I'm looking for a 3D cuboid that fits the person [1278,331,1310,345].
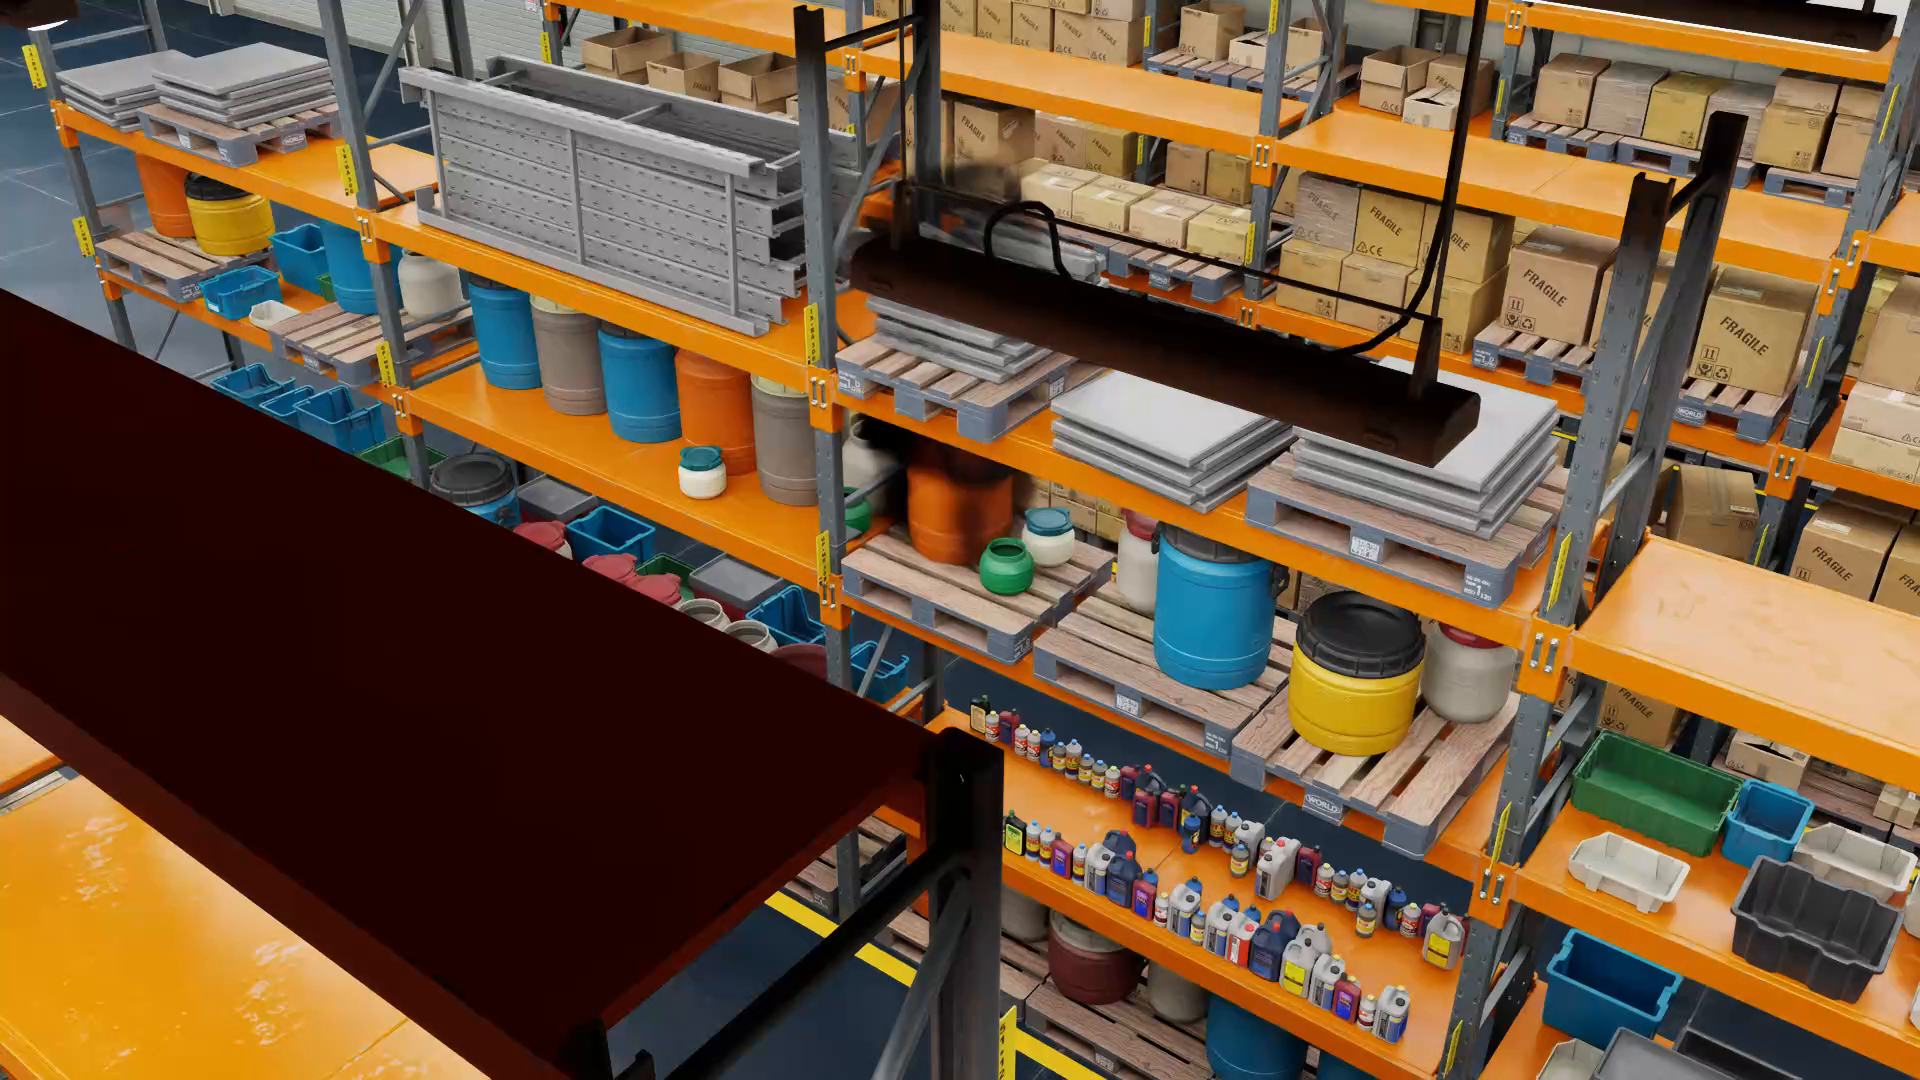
[{"bbox_3d":[3.295,-1.627,16.548,0.779,1.543,0.555,-2,31,-3],"label":"person"}]
